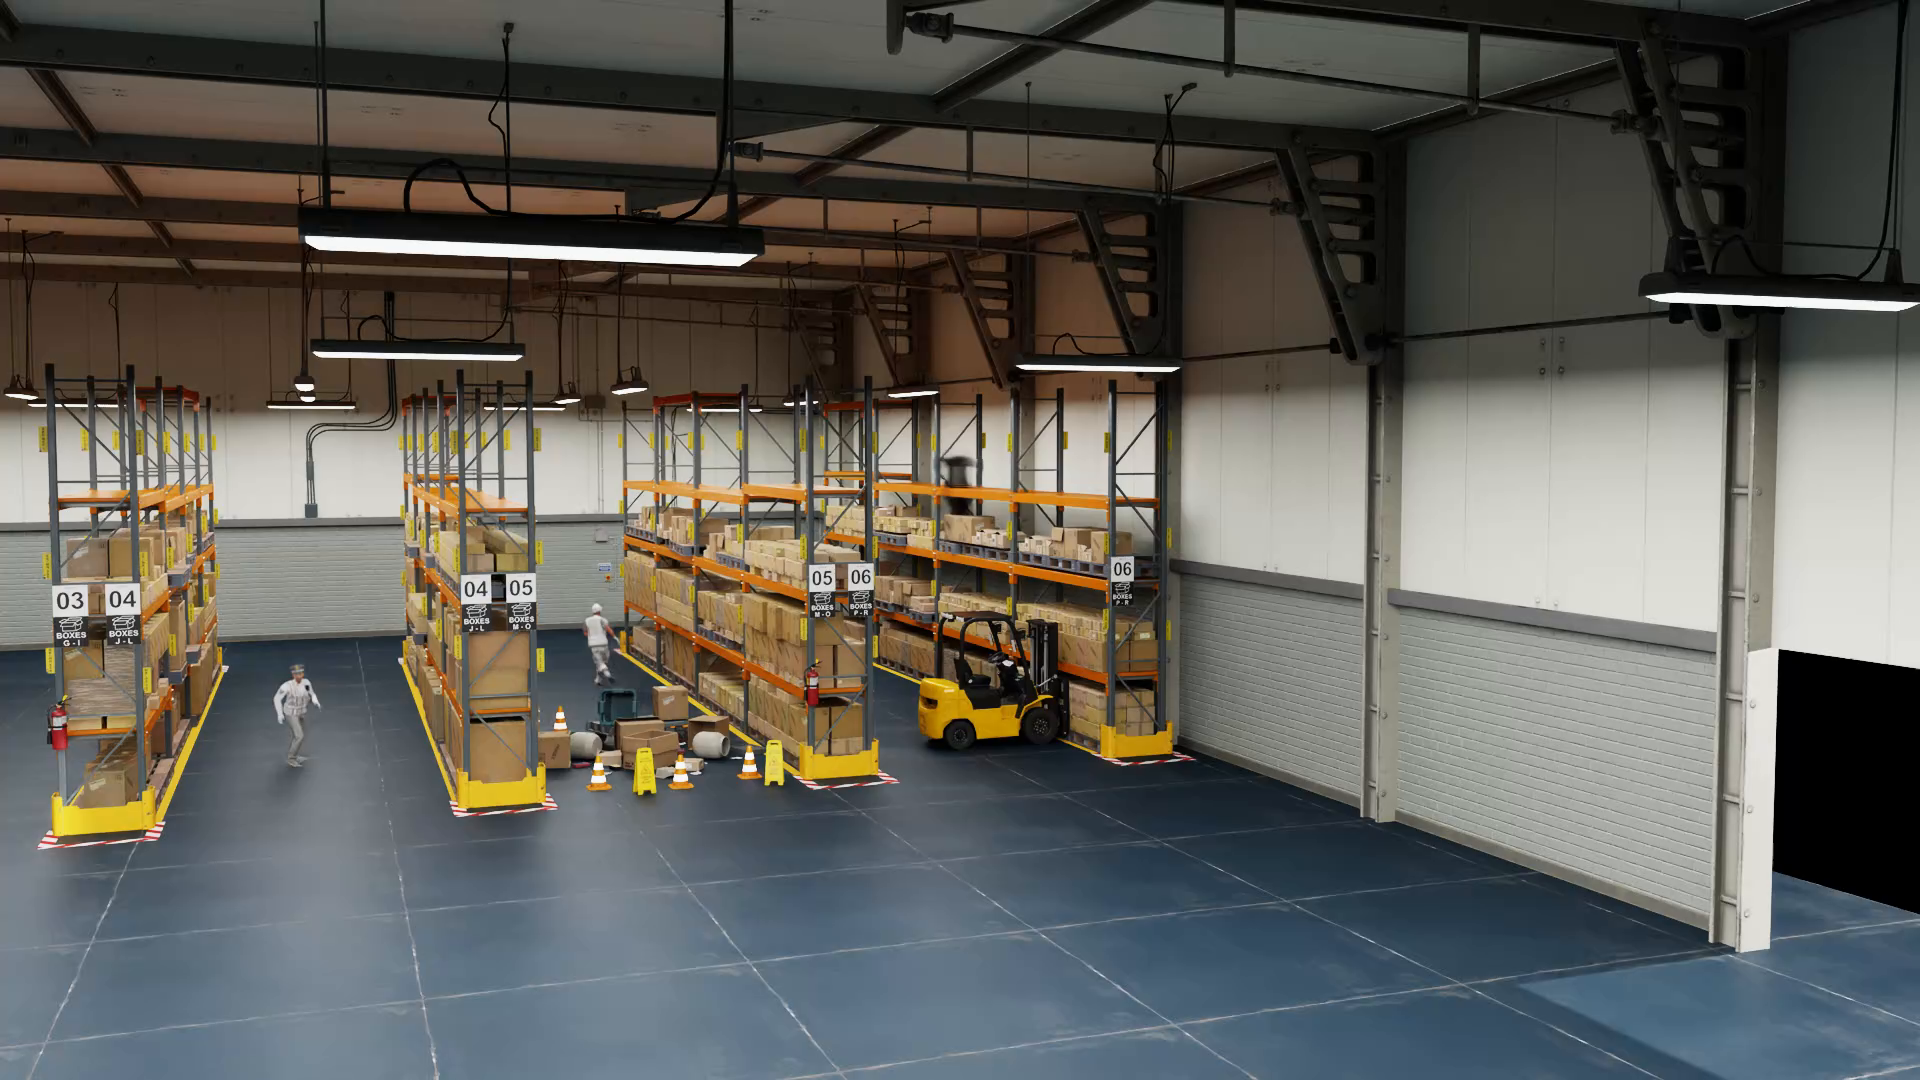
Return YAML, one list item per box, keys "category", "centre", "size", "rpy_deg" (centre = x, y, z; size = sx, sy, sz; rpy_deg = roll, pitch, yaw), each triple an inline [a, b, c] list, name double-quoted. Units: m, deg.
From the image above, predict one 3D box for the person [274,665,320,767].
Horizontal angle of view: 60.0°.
- category: "person"
  centre: [-10.252, 2.730, 25.791]
  size: [0.805, 1.642, 0.615]
  rpy_deg: [1, 4, 21]

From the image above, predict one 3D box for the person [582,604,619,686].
- category: "person"
  centre: [-7.374, 2.178, 34.074]
  size: [0.789, 1.727, 0.698]
  rpy_deg: [0, 3, -1]
